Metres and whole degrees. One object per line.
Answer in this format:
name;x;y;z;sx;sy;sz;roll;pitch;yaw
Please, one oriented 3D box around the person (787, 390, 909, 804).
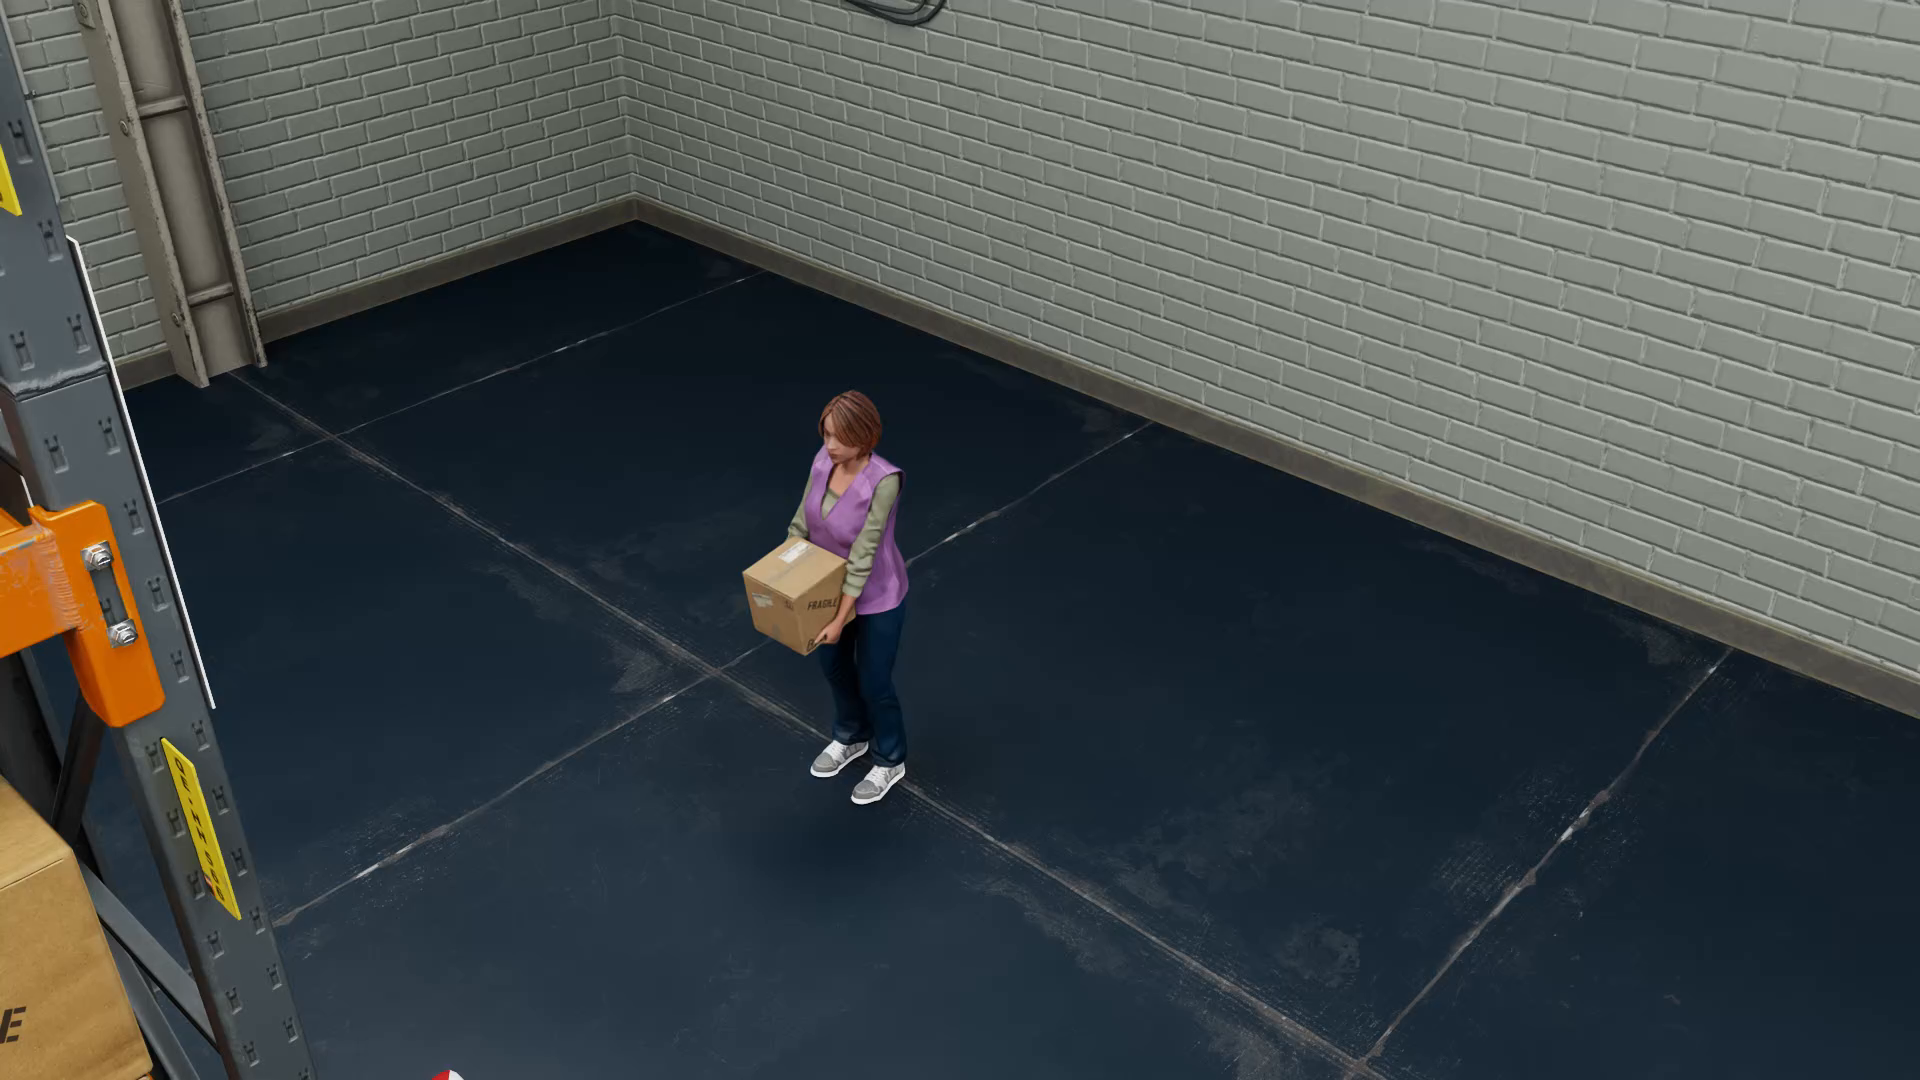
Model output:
person;-0.411;0.230;5.777;0.375;1.599;0.504;25;40;34
